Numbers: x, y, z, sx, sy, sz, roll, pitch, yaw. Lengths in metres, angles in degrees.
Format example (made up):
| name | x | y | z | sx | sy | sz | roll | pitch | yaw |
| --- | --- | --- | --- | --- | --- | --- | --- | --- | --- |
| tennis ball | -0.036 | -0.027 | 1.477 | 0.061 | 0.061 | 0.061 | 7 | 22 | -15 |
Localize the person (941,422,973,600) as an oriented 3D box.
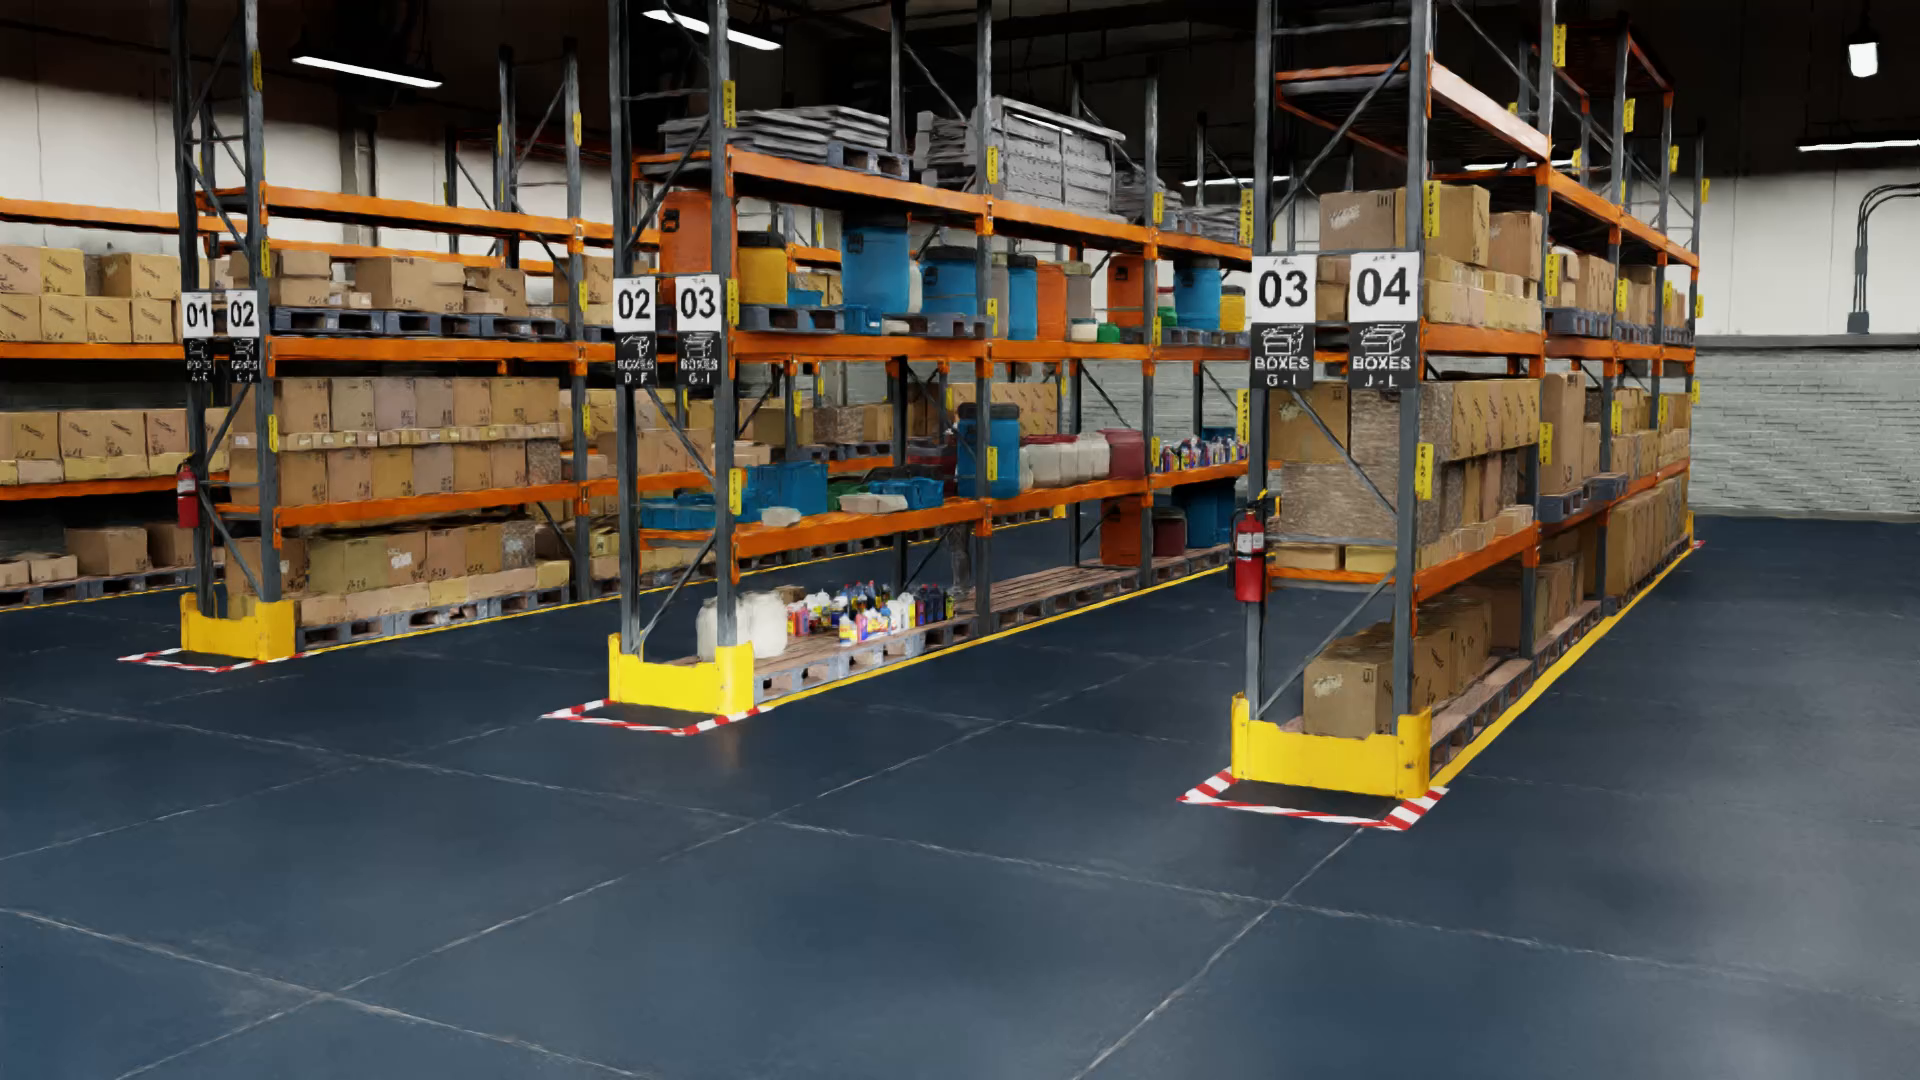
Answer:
| name | x | y | z | sx | sy | sz | roll | pitch | yaw |
| --- | --- | --- | --- | --- | --- | --- | --- | --- | --- |
| person | -0.033 | -0.299 | 16.692 | 0.422 | 1.766 | 0.579 | 3 | 7 | 26 |
